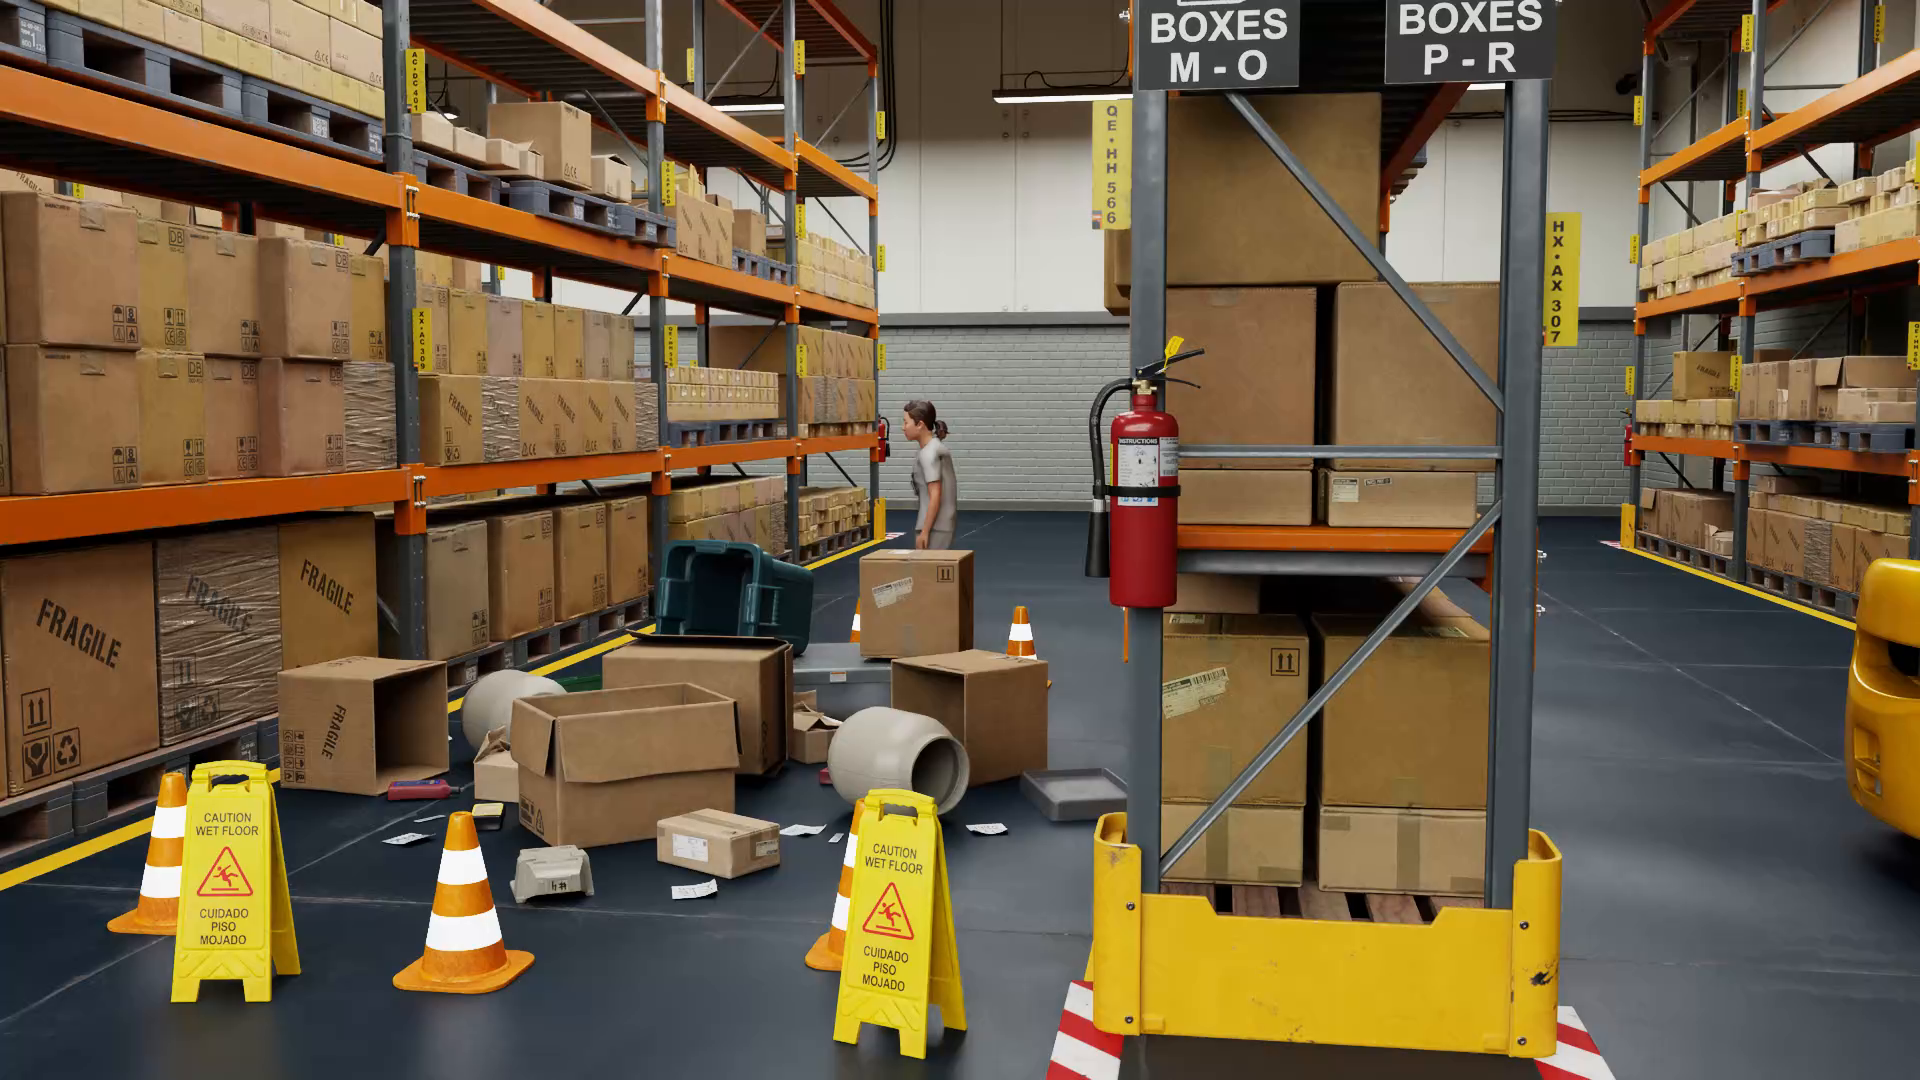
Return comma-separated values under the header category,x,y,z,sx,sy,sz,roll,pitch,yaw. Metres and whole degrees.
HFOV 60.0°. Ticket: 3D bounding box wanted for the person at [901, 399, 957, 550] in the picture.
category,x,y,z,sx,sy,sz,roll,pitch,yaw
person,-0.193,-0.039,10.348,0.353,1.673,0.491,0,5,-1
